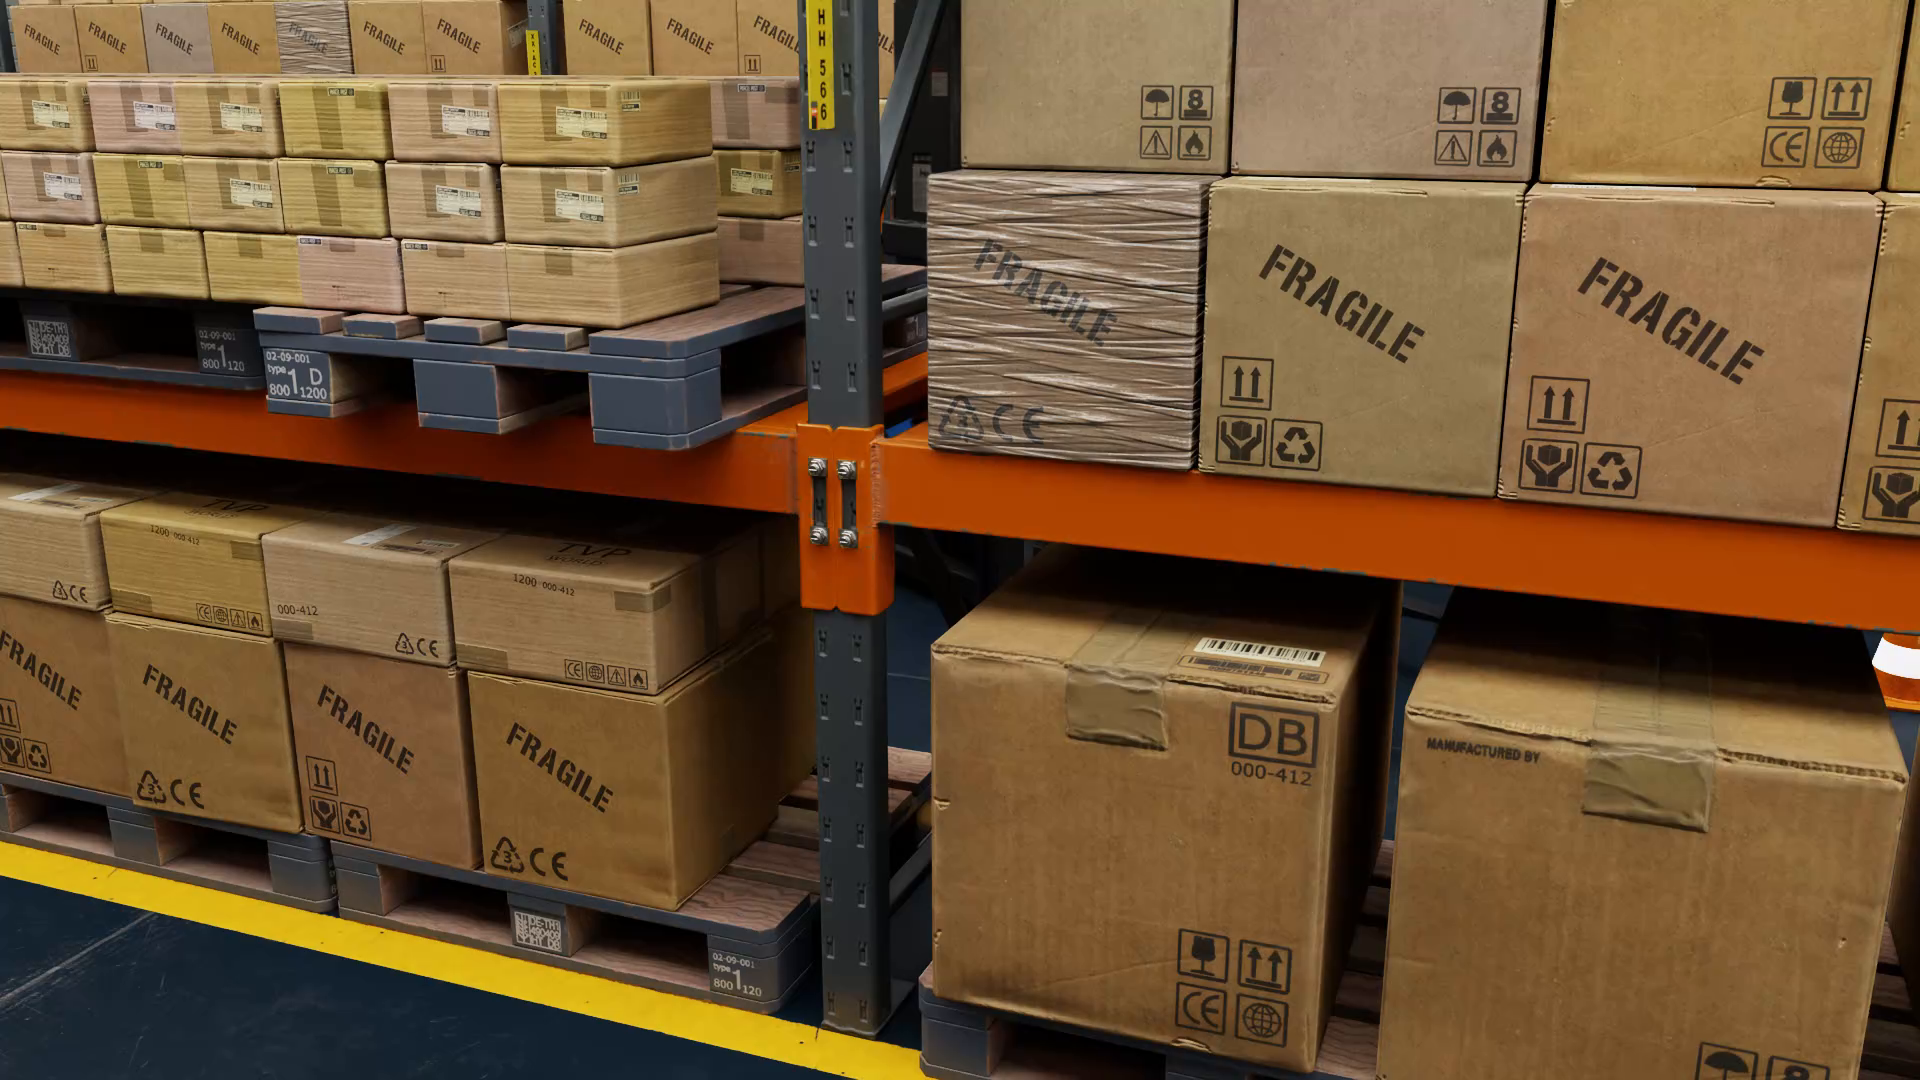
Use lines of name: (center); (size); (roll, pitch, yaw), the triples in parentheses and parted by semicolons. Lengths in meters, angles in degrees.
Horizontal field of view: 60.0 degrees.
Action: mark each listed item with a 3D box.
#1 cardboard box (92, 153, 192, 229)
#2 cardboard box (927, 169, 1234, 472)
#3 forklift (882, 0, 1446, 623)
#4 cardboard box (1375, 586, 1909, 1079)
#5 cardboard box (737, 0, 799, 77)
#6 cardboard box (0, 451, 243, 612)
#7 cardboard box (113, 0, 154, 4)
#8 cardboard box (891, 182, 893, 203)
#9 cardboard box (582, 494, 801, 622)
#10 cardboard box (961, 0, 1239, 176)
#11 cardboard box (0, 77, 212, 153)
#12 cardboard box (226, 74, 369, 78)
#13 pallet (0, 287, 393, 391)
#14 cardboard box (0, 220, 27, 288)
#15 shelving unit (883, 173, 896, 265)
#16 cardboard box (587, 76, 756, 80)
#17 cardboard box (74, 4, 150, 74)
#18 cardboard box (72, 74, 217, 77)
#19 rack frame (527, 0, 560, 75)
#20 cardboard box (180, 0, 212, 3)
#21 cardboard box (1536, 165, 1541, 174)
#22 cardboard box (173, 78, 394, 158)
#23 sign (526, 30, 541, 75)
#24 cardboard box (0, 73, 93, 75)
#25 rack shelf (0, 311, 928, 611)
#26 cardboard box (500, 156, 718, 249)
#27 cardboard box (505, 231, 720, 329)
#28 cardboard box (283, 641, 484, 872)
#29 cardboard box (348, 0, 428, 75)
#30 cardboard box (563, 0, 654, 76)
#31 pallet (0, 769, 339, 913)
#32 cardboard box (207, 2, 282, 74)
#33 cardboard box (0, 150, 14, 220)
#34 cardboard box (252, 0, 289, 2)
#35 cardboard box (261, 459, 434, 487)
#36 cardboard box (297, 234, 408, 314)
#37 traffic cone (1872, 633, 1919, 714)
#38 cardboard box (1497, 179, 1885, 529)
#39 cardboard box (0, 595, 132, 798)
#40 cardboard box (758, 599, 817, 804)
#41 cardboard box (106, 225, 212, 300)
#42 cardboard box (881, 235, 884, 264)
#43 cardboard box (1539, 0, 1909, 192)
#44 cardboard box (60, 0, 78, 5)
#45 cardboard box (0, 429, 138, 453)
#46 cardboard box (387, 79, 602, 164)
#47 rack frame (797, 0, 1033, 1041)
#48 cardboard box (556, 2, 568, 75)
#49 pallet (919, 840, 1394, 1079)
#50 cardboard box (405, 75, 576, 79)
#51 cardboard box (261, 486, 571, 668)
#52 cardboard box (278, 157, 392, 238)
cardboard box: (-1.639, -0.777, 3.632); (0.250, 0.149, 0.380); (6, 17, 20)
cardboard box: (0.264, -0.447, 3.155); (0.500, 0.500, 0.500); (6, 17, 21)
forklift: (0.513, -1.196, 6.037); (1.130, 2.935, 3.031); (-12, 20, -36)
cardboard box: (1.293, 0.538, 3.224); (0.750, 0.750, 1.050); (7, 17, 21)
cardboard box: (-0.801, -2.530, 8.537); (0.500, 0.500, 0.500); (6, 17, 19)
cardboard box: (-2.216, -0.035, 4.298); (0.500, 0.250, 0.500); (7, 18, 23)
cardboard box: (-4.825, -3.273, 9.930); (0.250, 0.149, 0.380); (6, 17, 19)
cardboard box: (-0.327, -1.871, 8.506); (0.500, 0.250, 0.500); (6, 17, 20)
cardboard box: (-0.607, -0.010, 4.213); (0.500, 0.250, 0.500); (5, 17, 18)
cardboard box: (0.359, -0.995, 3.248); (0.500, 0.500, 0.700); (6, 17, 20)
cardboard box: (-1.881, -0.946, 3.683); (0.250, 0.149, 0.380); (7, 18, 23)
cardboard box: (-1.637, -1.114, 4.260); (0.250, 0.149, 0.380); (7, 18, 22)
pallet: (-1.911, -0.615, 4.256); (1.213, 0.211, 1.003); (6, 17, 21)
cardboard box: (-2.128, -0.687, 3.858); (0.250, 0.149, 0.380); (5, 17, 18)
shelving unit: (-0.817, -0.947, 7.746); (1.048, 1.500, 0.538); (1, 16, 3)
cardboard box: (-0.665, -1.006, 3.890); (0.250, 0.149, 0.380); (6, 17, 19)
cardboard box: (-4.949, -2.982, 10.093); (0.500, 0.500, 0.500); (6, 17, 19)
cardboard box: (-2.119, -1.167, 4.445); (0.250, 0.149, 0.380); (5, 17, 18)
rack frame: (-2.054, -2.219, 9.436); (0.127, 3.000, 1.000); (6, 17, 21)
cardboard box: (-4.345, -3.223, 9.759); (0.250, 0.149, 0.380); (6, 17, 21)
cardboard box: (0.926, -0.536, 3.459); (0.500, 0.500, 0.500); (6, 17, 21)
cardboard box: (-1.405, -0.893, 3.499); (0.250, 0.149, 0.380); (7, 18, 22)
sign: (-2.256, -2.528, 8.808); (0.005, 0.325, 0.100); (6, 17, 21)
cardboard box: (-2.597, -1.220, 4.625); (0.250, 0.149, 0.380); (6, 17, 20)
rack shelf: (-1.915, -0.374, 4.374); (4.000, 0.370, 1.077); (6, 17, 21)
cardboard box: (-0.681, -0.672, 3.271); (0.250, 0.149, 0.380); (7, 17, 22)
cardboard box: (-0.682, -0.528, 3.308); (0.250, 0.149, 0.380); (7, 17, 22)
cardboard box: (-1.245, 0.430, 4.043); (0.500, 0.500, 0.500); (7, 18, 23)
cardboard box: (-3.063, -2.778, 9.388); (0.500, 0.500, 0.500); (6, 17, 20)
cardboard box: (-1.750, -2.627, 8.871); (0.500, 0.500, 0.500); (6, 17, 21)
pallet: (-1.912, 0.618, 4.665); (1.213, 0.211, 1.003); (6, 17, 21)
cardboard box: (-4.003, -2.881, 9.743); (0.500, 0.500, 0.500); (6, 17, 21)
cardboard box: (-2.122, -0.829, 3.814); (0.250, 0.149, 0.380); (6, 17, 20)
cardboard box: (-3.857, -3.176, 9.596); (0.250, 0.149, 0.380); (6, 17, 21)
cardboard box: (-1.535, -0.116, 4.578); (0.500, 0.250, 0.500); (6, 17, 21)
cardboard box: (-1.152, -0.580, 3.488); (0.250, 0.149, 0.380); (7, 17, 22)
traffic cone: (3.085, 0.284, 5.366); (0.334, 0.463, 0.336); (6, 17, 21)
cardboard box: (1.207, -0.344, 2.800); (0.500, 0.500, 0.500); (6, 17, 21)
cardboard box: (-2.201, 0.322, 4.413); (0.500, 0.500, 0.500); (7, 17, 22)
cardboard box: (-0.619, 0.345, 4.336); (0.500, 0.500, 0.500); (6, 17, 18)
cardboard box: (-1.634, -0.633, 3.672); (0.250, 0.149, 0.380); (5, 17, 18)
cardboard box: (-0.604, -1.267, 9.215); (0.875, 0.875, 0.875); (7, 18, 22)
cardboard box: (1.308, -0.892, 2.892); (0.500, 0.500, 0.700); (6, 17, 20)
cardboard box: (-5.276, -3.351, 10.200); (0.250, 0.149, 0.380); (7, 17, 22)
cardboard box: (-2.517, -0.219, 4.934); (0.500, 0.250, 0.500); (7, 18, 23)
cardboard box: (-0.912, -0.840, 3.316); (0.250, 0.149, 0.380); (6, 17, 20)
rack frame: (-0.055, -0.515, 3.569); (0.127, 3.000, 1.000); (6, 17, 21)
cardboard box: (-2.408, -2.858, 9.667); (0.500, 0.500, 0.500); (6, 17, 21)
pallet: (0.651, 0.924, 3.612); (1.213, 0.211, 1.003); (6, 17, 21)
cardboard box: (-1.137, -1.060, 4.075); (0.250, 0.149, 0.380); (6, 17, 18)
cardboard box: (-1.261, 0.073, 3.929); (0.500, 0.250, 0.500); (7, 17, 21)
cardboard box: (-1.176, -0.725, 3.454); (0.250, 0.149, 0.380); (7, 17, 22)
